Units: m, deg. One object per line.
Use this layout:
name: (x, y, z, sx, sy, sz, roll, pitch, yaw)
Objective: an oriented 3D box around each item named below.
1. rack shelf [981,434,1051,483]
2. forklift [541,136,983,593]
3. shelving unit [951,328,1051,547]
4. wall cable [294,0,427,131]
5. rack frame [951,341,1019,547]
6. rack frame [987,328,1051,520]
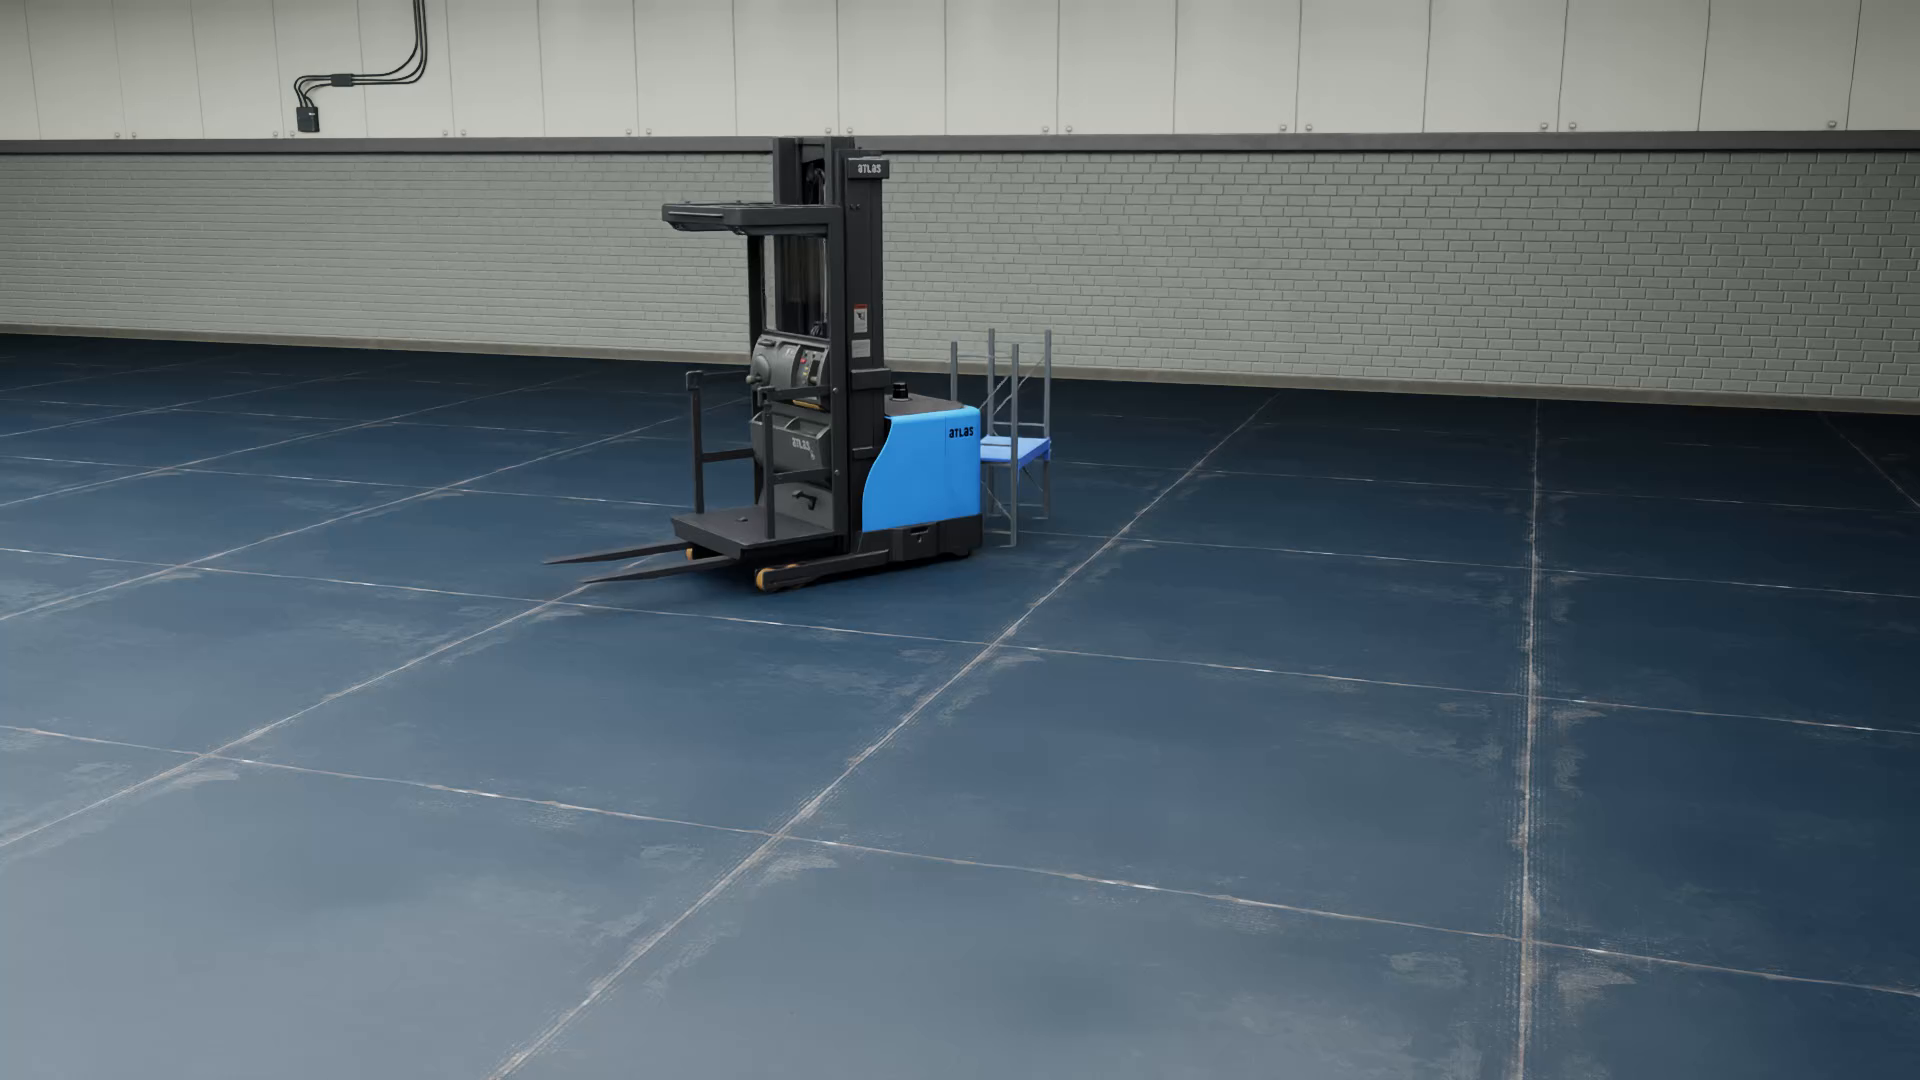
rack shelf: (0.320, -0.629, 12.680, 0.538, 0.185, 1.000, 4, 13, 16)
forklift: (-1.326, -1.211, 11.208, 3.031, 2.935, 1.130, -9, 16, -35)
shelving unit: (0.320, -0.804, 12.640, 0.538, 1.500, 1.048, 4, 13, 16)
wall cable: (-8.722, -8.913, 23.674, 2.305, 6.003, 0.169, 4, 14, 18)
rack frame: (0.177, -0.696, 12.165, 0.500, 1.500, 0.032, 4, 13, 16)
rack frame: (0.464, -0.913, 13.116, 0.500, 1.500, 0.032, 4, 13, 16)
